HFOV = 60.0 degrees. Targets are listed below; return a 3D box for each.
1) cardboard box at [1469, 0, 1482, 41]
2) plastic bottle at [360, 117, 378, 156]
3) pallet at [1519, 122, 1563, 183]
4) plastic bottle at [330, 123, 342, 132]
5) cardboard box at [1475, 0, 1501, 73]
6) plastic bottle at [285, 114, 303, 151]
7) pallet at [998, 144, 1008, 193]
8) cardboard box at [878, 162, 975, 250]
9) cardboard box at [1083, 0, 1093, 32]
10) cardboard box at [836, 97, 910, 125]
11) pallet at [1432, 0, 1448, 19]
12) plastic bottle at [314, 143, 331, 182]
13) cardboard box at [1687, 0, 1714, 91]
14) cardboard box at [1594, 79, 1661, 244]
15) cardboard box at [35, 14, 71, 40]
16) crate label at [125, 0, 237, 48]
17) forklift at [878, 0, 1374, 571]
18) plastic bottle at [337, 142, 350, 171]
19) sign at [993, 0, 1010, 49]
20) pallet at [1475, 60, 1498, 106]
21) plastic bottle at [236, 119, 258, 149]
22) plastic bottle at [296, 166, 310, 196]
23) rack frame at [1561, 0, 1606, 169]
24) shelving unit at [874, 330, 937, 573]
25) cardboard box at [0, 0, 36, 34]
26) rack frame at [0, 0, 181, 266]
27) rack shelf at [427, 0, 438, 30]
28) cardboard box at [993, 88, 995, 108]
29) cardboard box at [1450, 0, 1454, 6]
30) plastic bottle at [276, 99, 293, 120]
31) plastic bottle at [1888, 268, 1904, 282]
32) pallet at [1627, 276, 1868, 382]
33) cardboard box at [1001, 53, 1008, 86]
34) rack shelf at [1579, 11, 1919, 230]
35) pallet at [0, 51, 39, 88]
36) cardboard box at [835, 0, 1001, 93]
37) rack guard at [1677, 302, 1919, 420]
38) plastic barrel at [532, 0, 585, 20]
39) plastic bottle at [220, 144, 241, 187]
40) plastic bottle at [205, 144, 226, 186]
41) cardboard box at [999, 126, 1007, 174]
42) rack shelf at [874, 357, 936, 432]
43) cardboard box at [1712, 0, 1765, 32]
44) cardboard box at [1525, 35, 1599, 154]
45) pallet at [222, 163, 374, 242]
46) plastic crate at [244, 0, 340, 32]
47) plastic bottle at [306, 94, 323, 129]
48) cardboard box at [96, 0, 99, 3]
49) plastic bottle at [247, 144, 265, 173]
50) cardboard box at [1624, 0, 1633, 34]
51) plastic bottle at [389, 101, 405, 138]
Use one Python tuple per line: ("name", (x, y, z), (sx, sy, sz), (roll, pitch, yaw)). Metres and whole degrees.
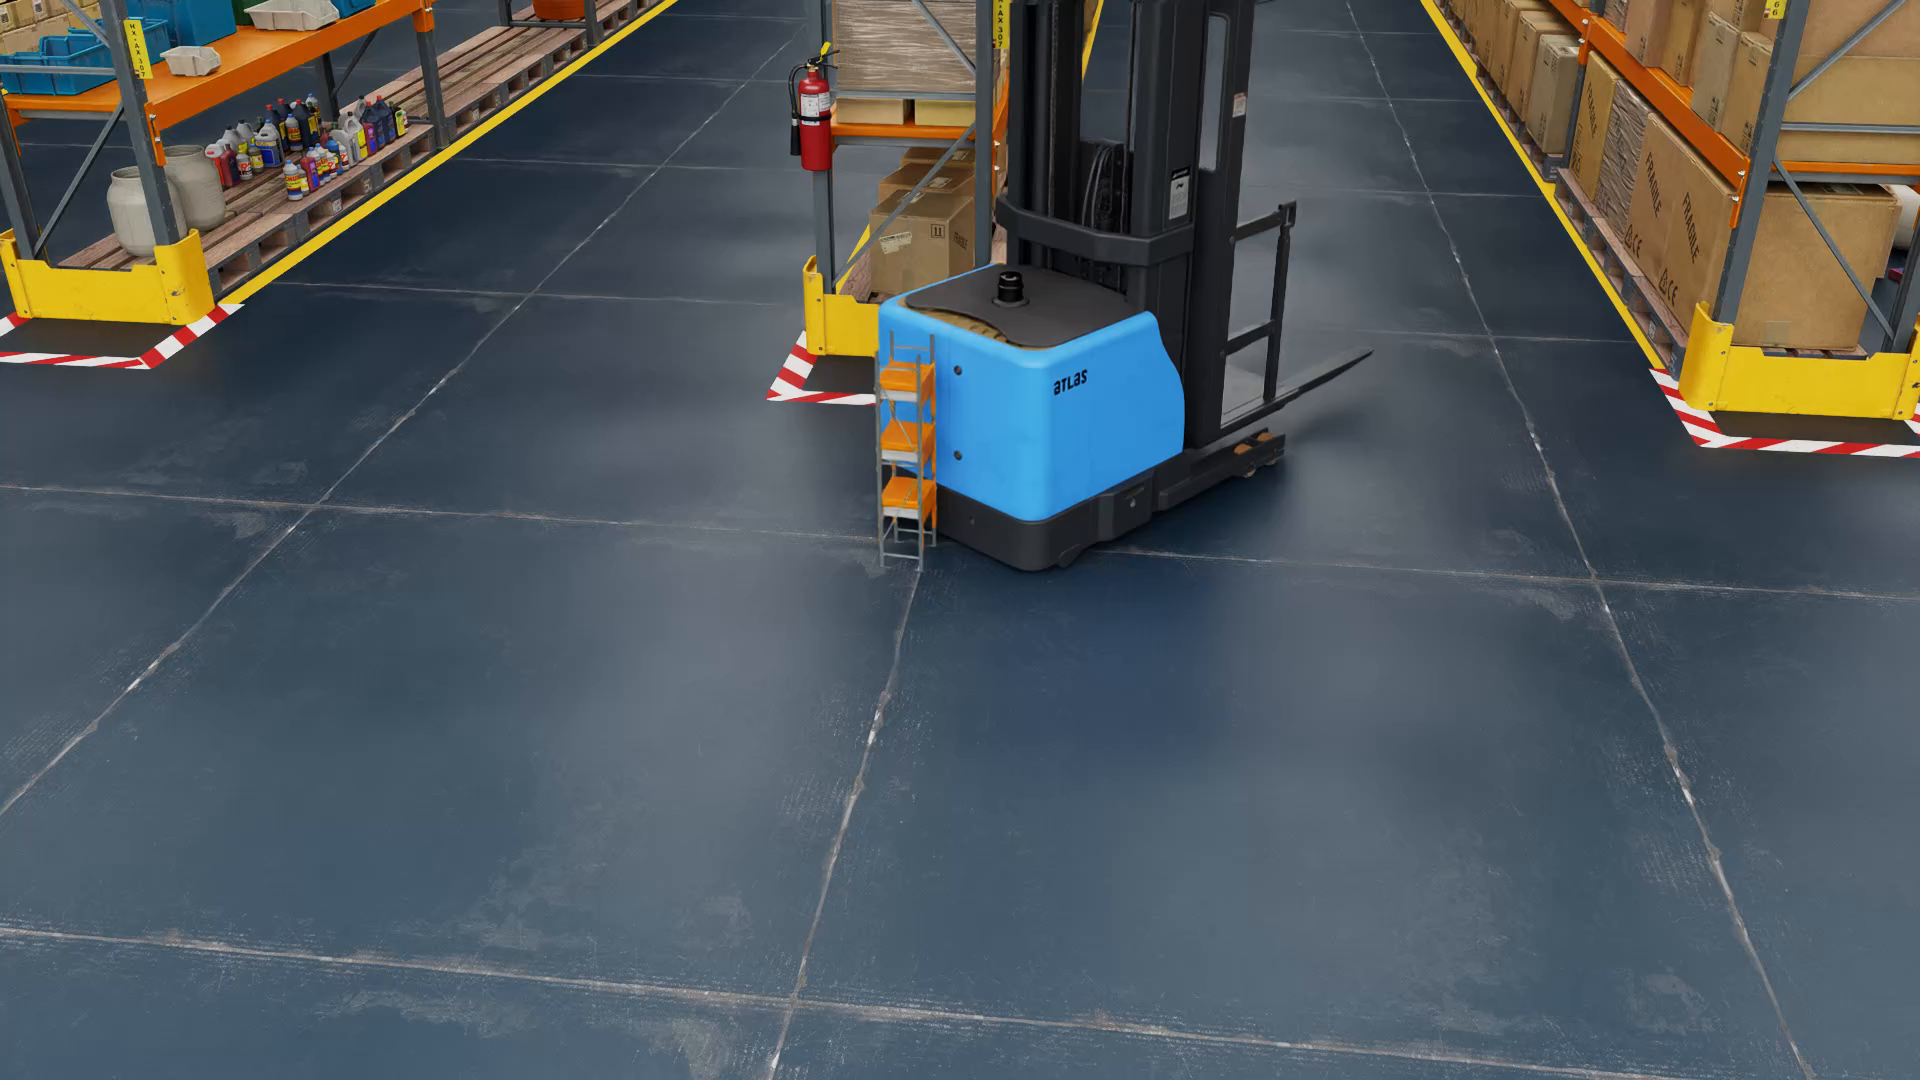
("cardboard box", (5.391, -5.264, 16.550), (0.500, 0.500, 0.500), (3, 28, 6))
("plastic bottle", (-4.542, -3.104, 12.748), (0.061, 0.283, 0.133), (5, 29, 10))
("pallet", (5.099, -3.111, 13.303), (1.003, 0.211, 1.213), (3, 28, 6))
("plastic bottle", (-4.707, -3.024, 12.601), (0.061, 0.283, 0.133), (3, 28, 6))
("cardboard box", (5.405, -4.767, 15.366), (1.050, 0.750, 0.750), (3, 28, 6))
("plastic bottle", (-5.155, -3.156, 12.859), (0.097, 0.271, 0.097), (0, 28, 0))
("pallet", (0.122, -2.761, 12.653), (1.003, 0.211, 1.213), (3, 28, 6))
("cardboard box", (-0.189, -2.085, 10.650), (0.500, 0.500, 0.500), (11, 30, 19))
("cardboard box", (0.764, -5.763, 17.082), (1.225, 0.875, 0.875), (2, 28, 4))
("cardboard box", (-0.491, -2.460, 9.418), (0.380, 0.149, 0.250), (3, 28, 6))
("pallet", (5.966, -6.143, 18.930), (1.003, 0.211, 1.213), (3, 28, 6))
("plastic bottle", (-4.651, -2.748, 12.102), (0.097, 0.271, 0.097), (0, 28, 0))
("cardboard box", (4.829, -2.848, 9.716), (0.875, 0.550, 0.550), (3, 28, 6))
("cardboard box", (4.826, -2.504, 11.033), (0.875, 0.875, 0.875), (4, 29, 7))
("cardboard box", (-9.119, -5.001, 16.326), (0.500, 0.250, 0.500), (4, 29, 7))
("crate label", (-5.280, -3.610, 11.251), (0.502, 0.435, 0.616), (3, 28, 6))
("forklift", (1.006, -1.756, 7.919), (1.130, 2.935, 3.031), (25, 37, 38))
("plastic bottle", (-4.614, -2.861, 12.385), (0.097, 0.201, 0.097), (0, 28, 0))
("sign", (0.217, -2.774, 8.824), (0.100, 0.325, 0.005), (3, 28, 6))
("pallet", (5.398, -4.260, 15.435), (1.003, 0.211, 1.213), (3, 28, 6))
("plastic bottle", (-5.333, -2.978, 12.444), (0.144, 0.351, 0.185), (3, 28, 6))
("plastic bottle", (-4.693, -2.558, 11.822), (0.097, 0.201, 0.097), (0, 28, 0))
("rack frame", (5.079, -3.971, 11.959), (1.000, 3.000, 0.127), (3, 28, 6))
("shelving unit", (-0.236, -0.383, 7.354), (0.215, 1.050, 0.252), (6, 29, 12))
("cardboard box", (-9.177, -5.010, 15.751), (0.500, 0.311, 0.500), (4, 29, 8))
("rack frame", (-5.237, -2.712, 9.622), (1.000, 3.000, 0.127), (3, 28, 6))
("rack shelf", (-4.502, -5.220, 15.035), (1.077, 0.370, 4.000), (3, 28, 6))
("cardboard box", (0.000, -2.551, 9.587), (0.380, 0.149, 0.250), (3, 28, 6))
("cardboard box", (5.592, -5.993, 17.903), (0.500, 0.500, 0.500), (4, 29, 7))
("plastic bottle", (-5.257, -3.267, 12.980), (0.144, 0.351, 0.185), (4, 29, 8))
("plastic bottle", (6.271, -1.748, 10.929), (0.283, 0.061, 0.133), (-6, 29, -11))
("pallet", (4.609, -1.242, 9.833), (1.003, 0.211, 1.213), (3, 28, 6))
("cardboard box", (0.093, -2.904, 10.242), (0.380, 0.149, 0.250), (3, 28, 6))
("rack shelf", (4.834, -2.713, 10.382), (1.077, 0.370, 4.000), (3, 28, 6))
("pallet", (-9.464, -4.582, 16.032), (1.003, 0.211, 1.213), (3, 28, 6))
("cardboard box", (-0.226, -2.857, 9.471), (0.875, 0.500, 0.500), (3, 28, 6))
("rack guard", (4.586, -0.977, 9.036), (1.175, 0.500, 0.348), (3, 28, 6))
("plastic barrel", (-4.213, -5.939, 17.456), (0.600, 0.830, 0.708), (3, 28, 6))
("plastic bottle", (-5.283, -2.711, 12.020), (0.061, 0.283, 0.133), (3, 28, 6))
("plastic bottle", (-5.389, -2.714, 12.033), (0.152, 0.276, 0.135), (4, 29, 7))
("cardboard box", (0.018, -2.936, 12.229), (0.500, 0.500, 0.500), (13, 31, 22))
("rack shelf", (-0.236, -0.624, 7.224), (0.215, 0.259, 0.240), (6, 29, 12))
("cardboard box", (4.649, -3.067, 8.983), (0.875, 0.550, 0.550), (3, 28, 6))
("cardboard box", (5.066, -3.463, 12.945), (1.050, 0.750, 0.750), (3, 28, 6))
("pallet", (-5.017, -2.478, 12.127), (1.003, 0.211, 1.213), (3, 28, 6))
("plastic crate", (-4.694, -3.700, 11.733), (0.530, 0.136, 0.437), (3, 28, 6))
("plastic bottle", (-5.221, -3.463, 13.428), (0.097, 0.271, 0.097), (0, 28, 0))
("cardboard box", (-8.992, -5.728, 17.084), (0.500, 0.311, 0.500), (4, 29, 8))
("plastic bottle", (-5.230, -2.838, 12.342), (0.097, 0.201, 0.097), (0, 28, 0))
("cardboard box", (5.001, -3.603, 11.117), (0.875, 0.550, 0.550), (3, 28, 6))
("plastic bottle", (-4.478, -3.347, 13.201), (0.061, 0.283, 0.133), (5, 29, 9))
